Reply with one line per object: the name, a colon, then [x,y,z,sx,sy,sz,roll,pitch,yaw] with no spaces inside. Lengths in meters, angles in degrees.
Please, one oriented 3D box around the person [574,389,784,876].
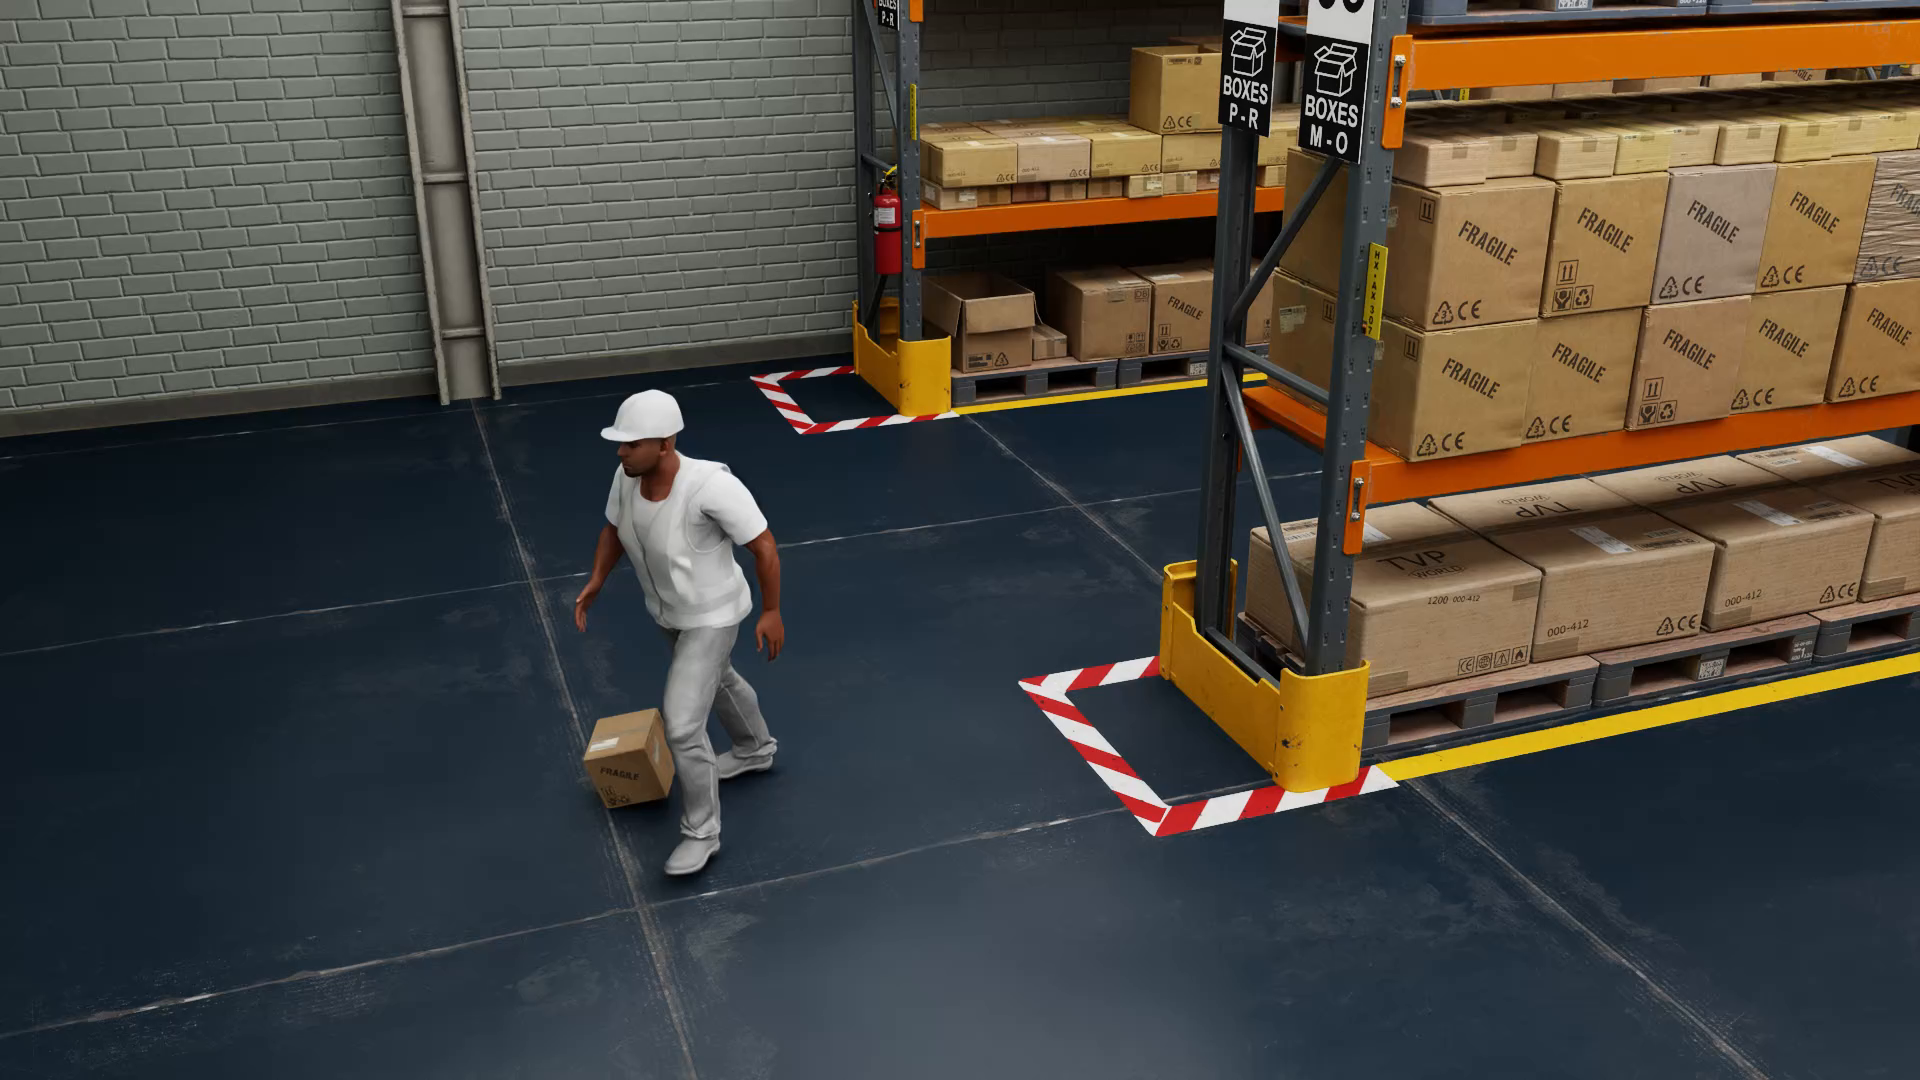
person: [-0.954,0.251,5.985,0.824,1.692,0.705,-20,30,-40]
